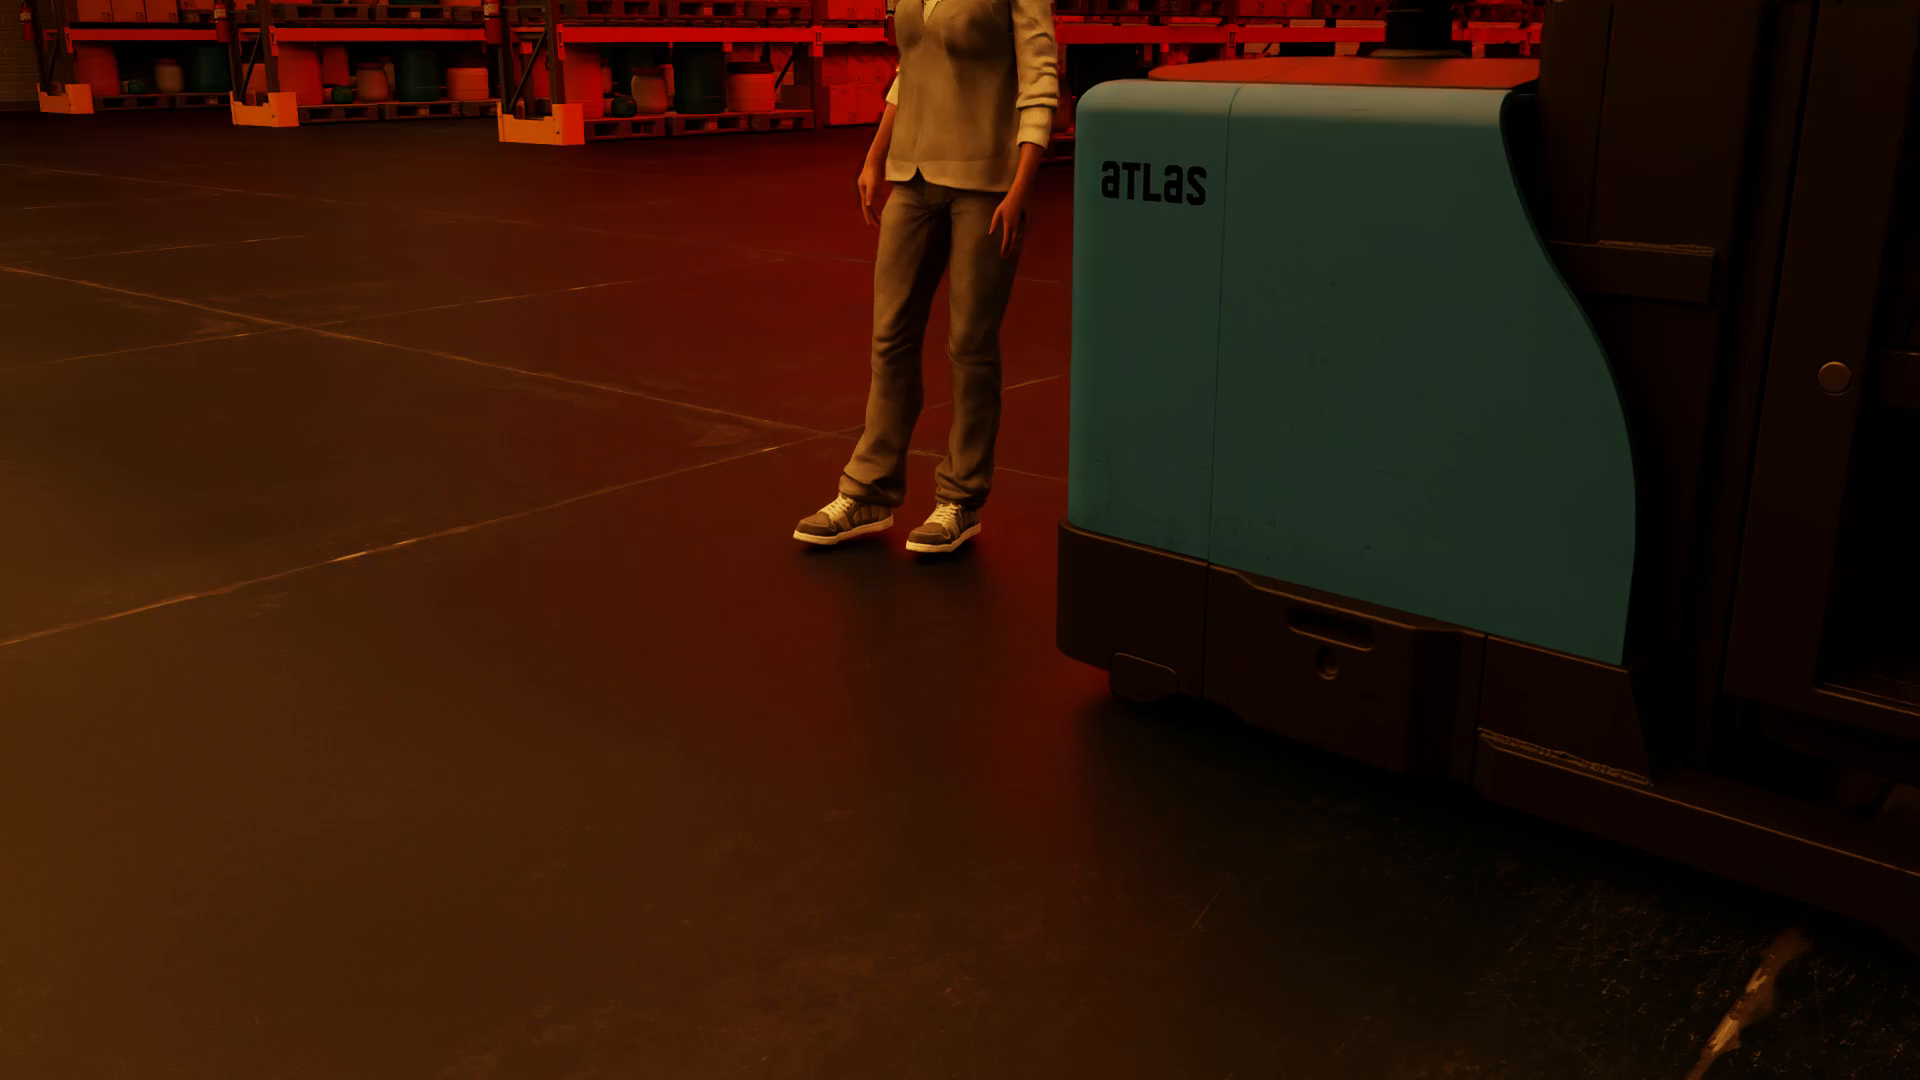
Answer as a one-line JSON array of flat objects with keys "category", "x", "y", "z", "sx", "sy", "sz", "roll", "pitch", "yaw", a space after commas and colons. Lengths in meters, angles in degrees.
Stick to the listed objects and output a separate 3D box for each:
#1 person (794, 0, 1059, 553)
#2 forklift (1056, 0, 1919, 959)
[{"category": "person", "x": -0.064, "y": -0.754, "z": 3.655, "sx": 0.505, "sy": 1.598, "sz": 0.482, "roll": 15, "pitch": 23, "yaw": 41}, {"category": "forklift", "x": 1.593, "y": -0.946, "z": 2.014, "sx": 3.031, "sy": 2.935, "sz": 1.130, "roll": 15, "pitch": 23, "yaw": 41}]
